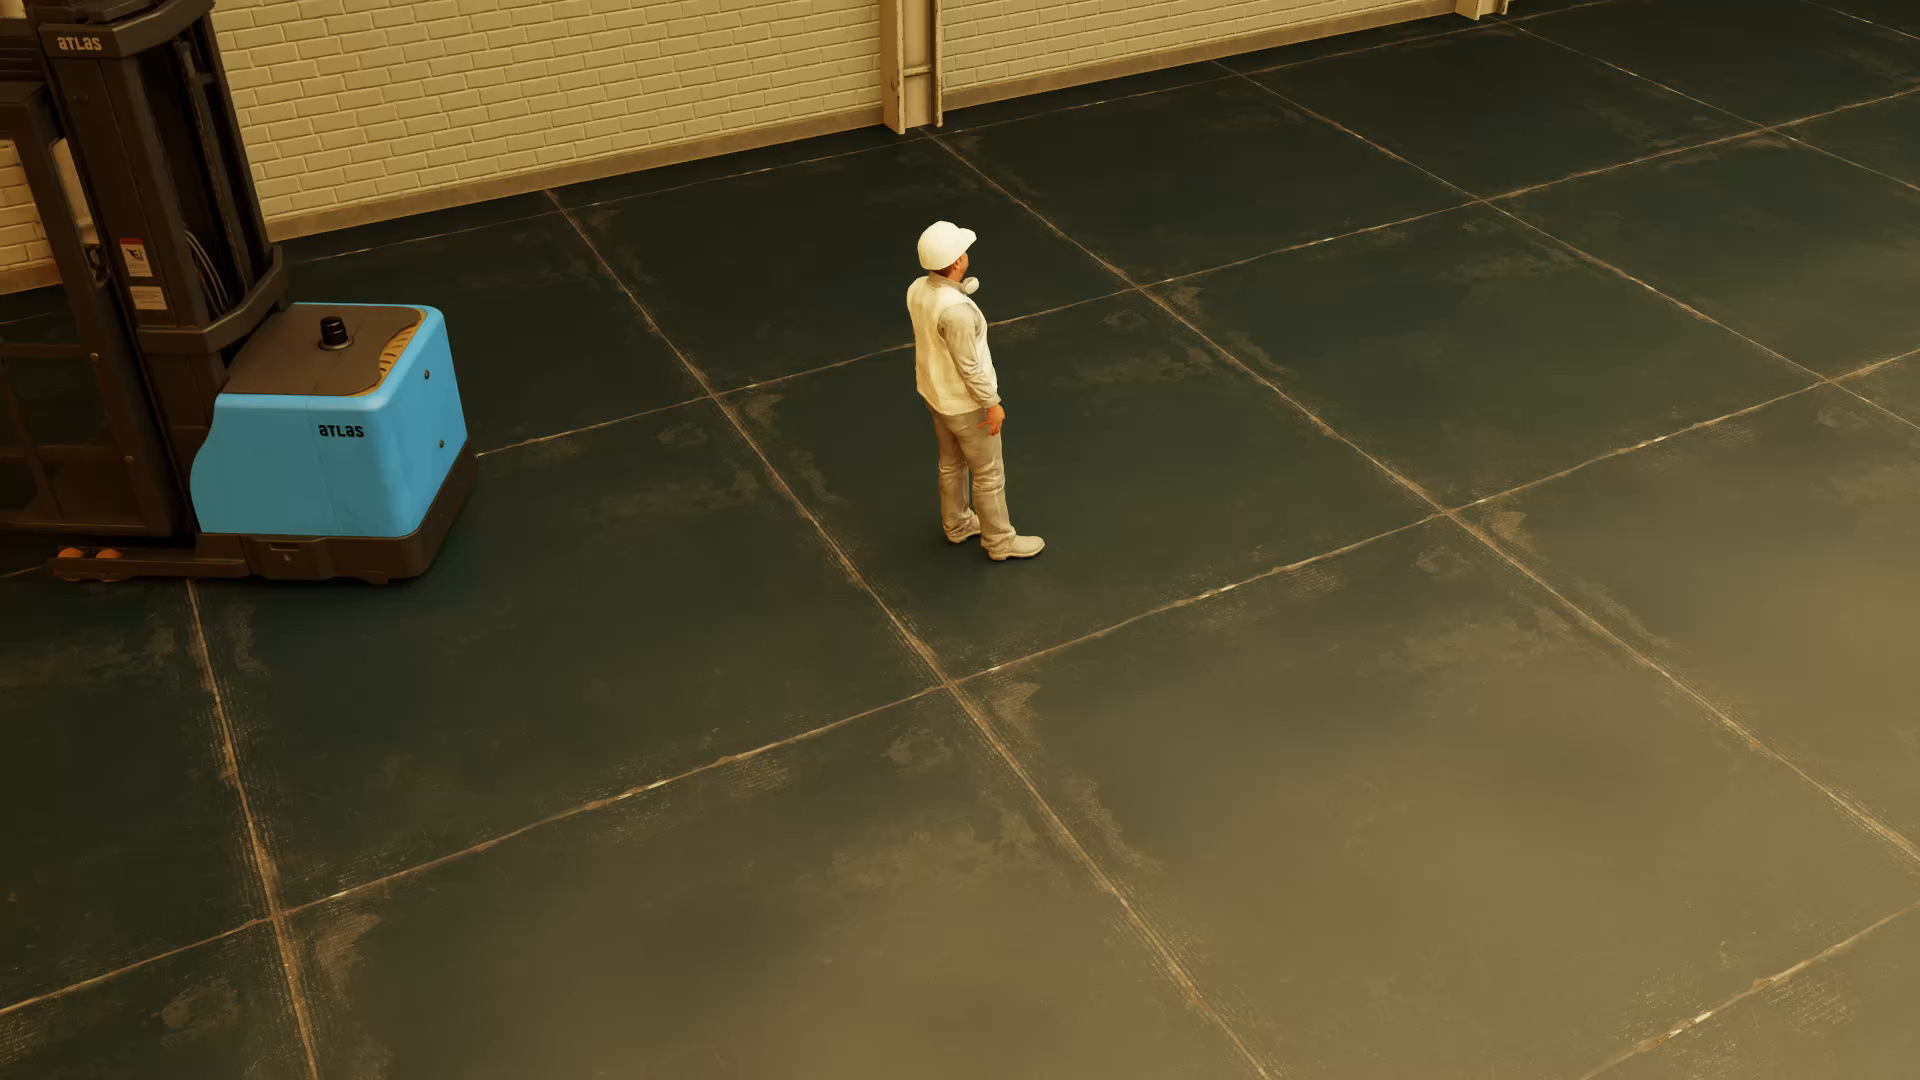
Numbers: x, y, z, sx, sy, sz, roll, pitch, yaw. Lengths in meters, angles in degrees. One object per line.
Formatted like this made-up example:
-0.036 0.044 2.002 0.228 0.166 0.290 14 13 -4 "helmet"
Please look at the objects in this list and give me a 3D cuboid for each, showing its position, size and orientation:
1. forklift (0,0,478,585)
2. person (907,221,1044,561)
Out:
-4.156 -1.287 7.944 3.031 2.935 1.130 2 35 2 "forklift"
0.059 -0.743 8.165 0.566 1.775 0.633 -17 39 -23 "person"
